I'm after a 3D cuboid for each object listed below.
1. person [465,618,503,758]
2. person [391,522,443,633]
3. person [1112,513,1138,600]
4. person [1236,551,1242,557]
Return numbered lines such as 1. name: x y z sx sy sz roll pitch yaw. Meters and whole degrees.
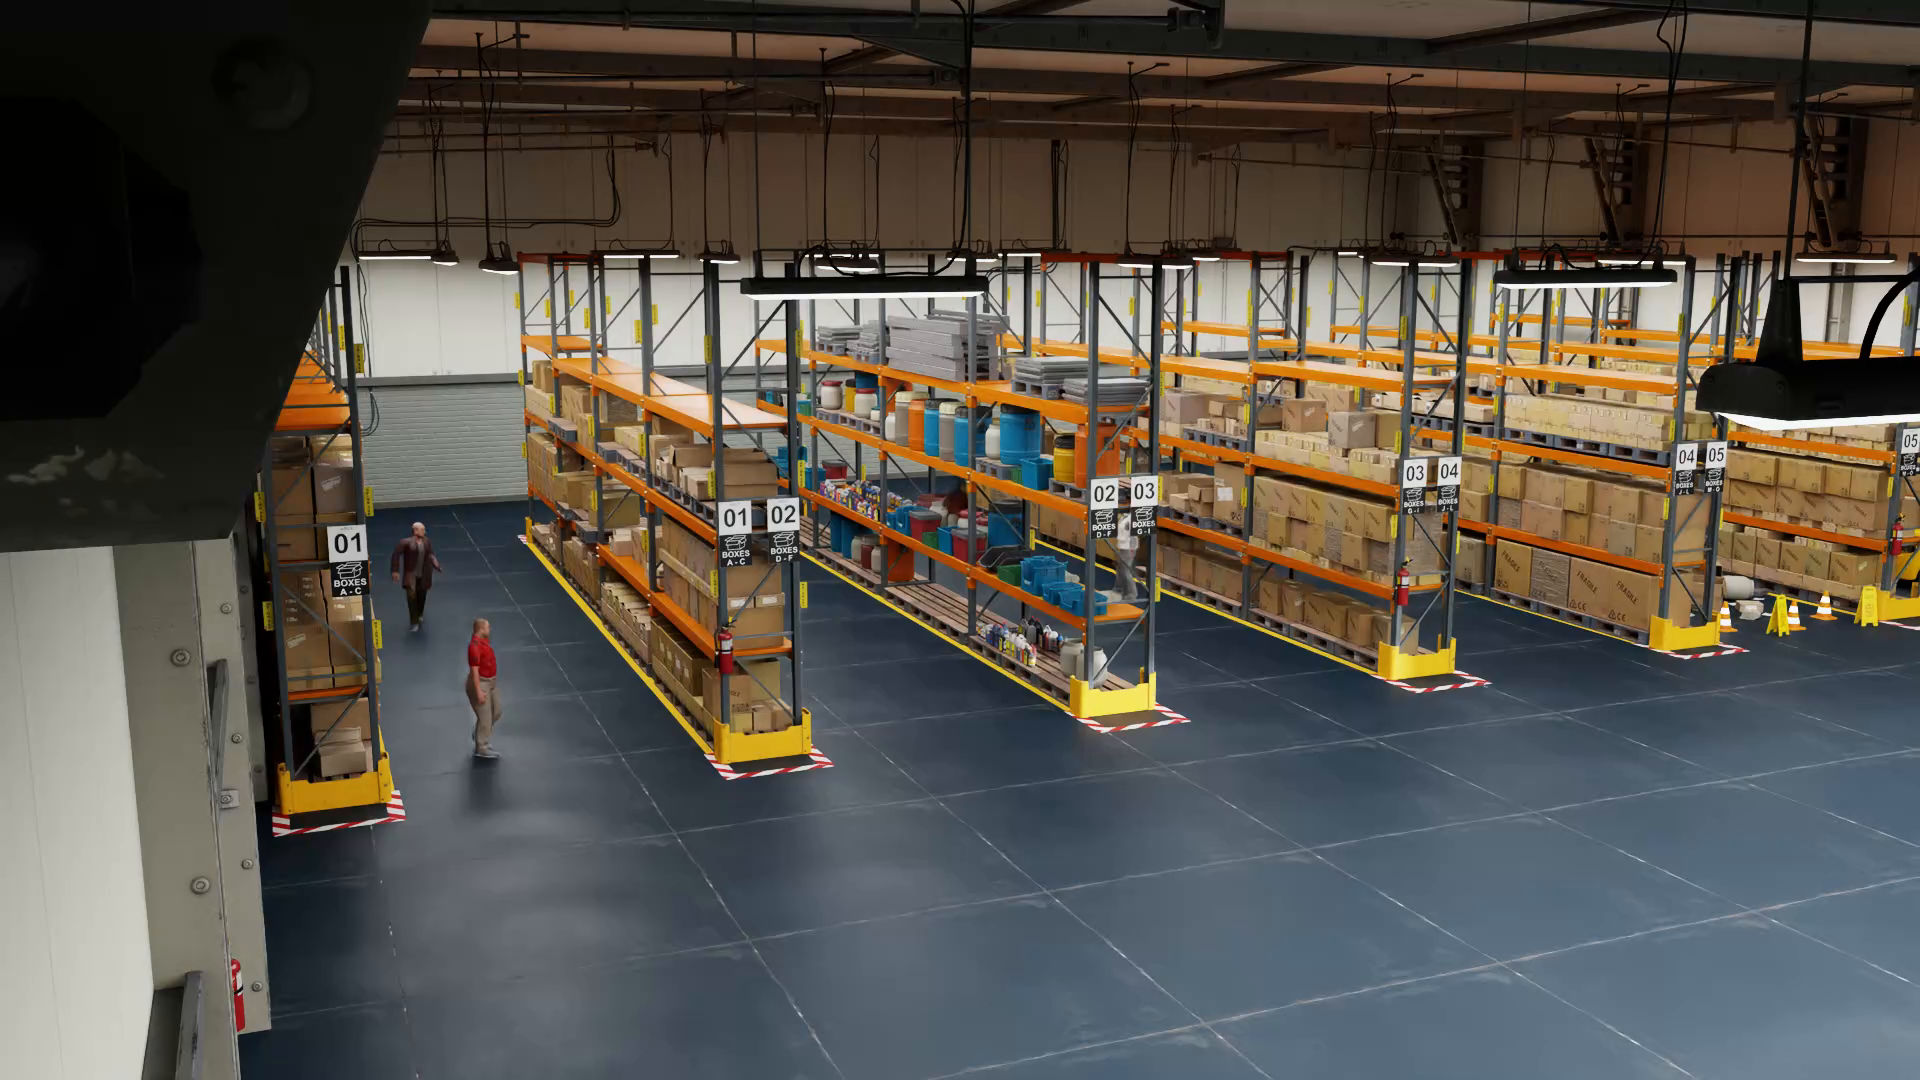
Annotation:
1. person: -5.902 1.806 20.432 0.503 1.727 0.622 1 10 4
2. person: -8.879 0.600 27.167 0.791 1.811 0.936 -4 11 -22
3. person: 2.698 0.125 27.850 0.609 1.769 0.557 2 11 10
4. person: 5.723 -0.461 33.150 0.384 1.600 0.476 -3 11 -14
